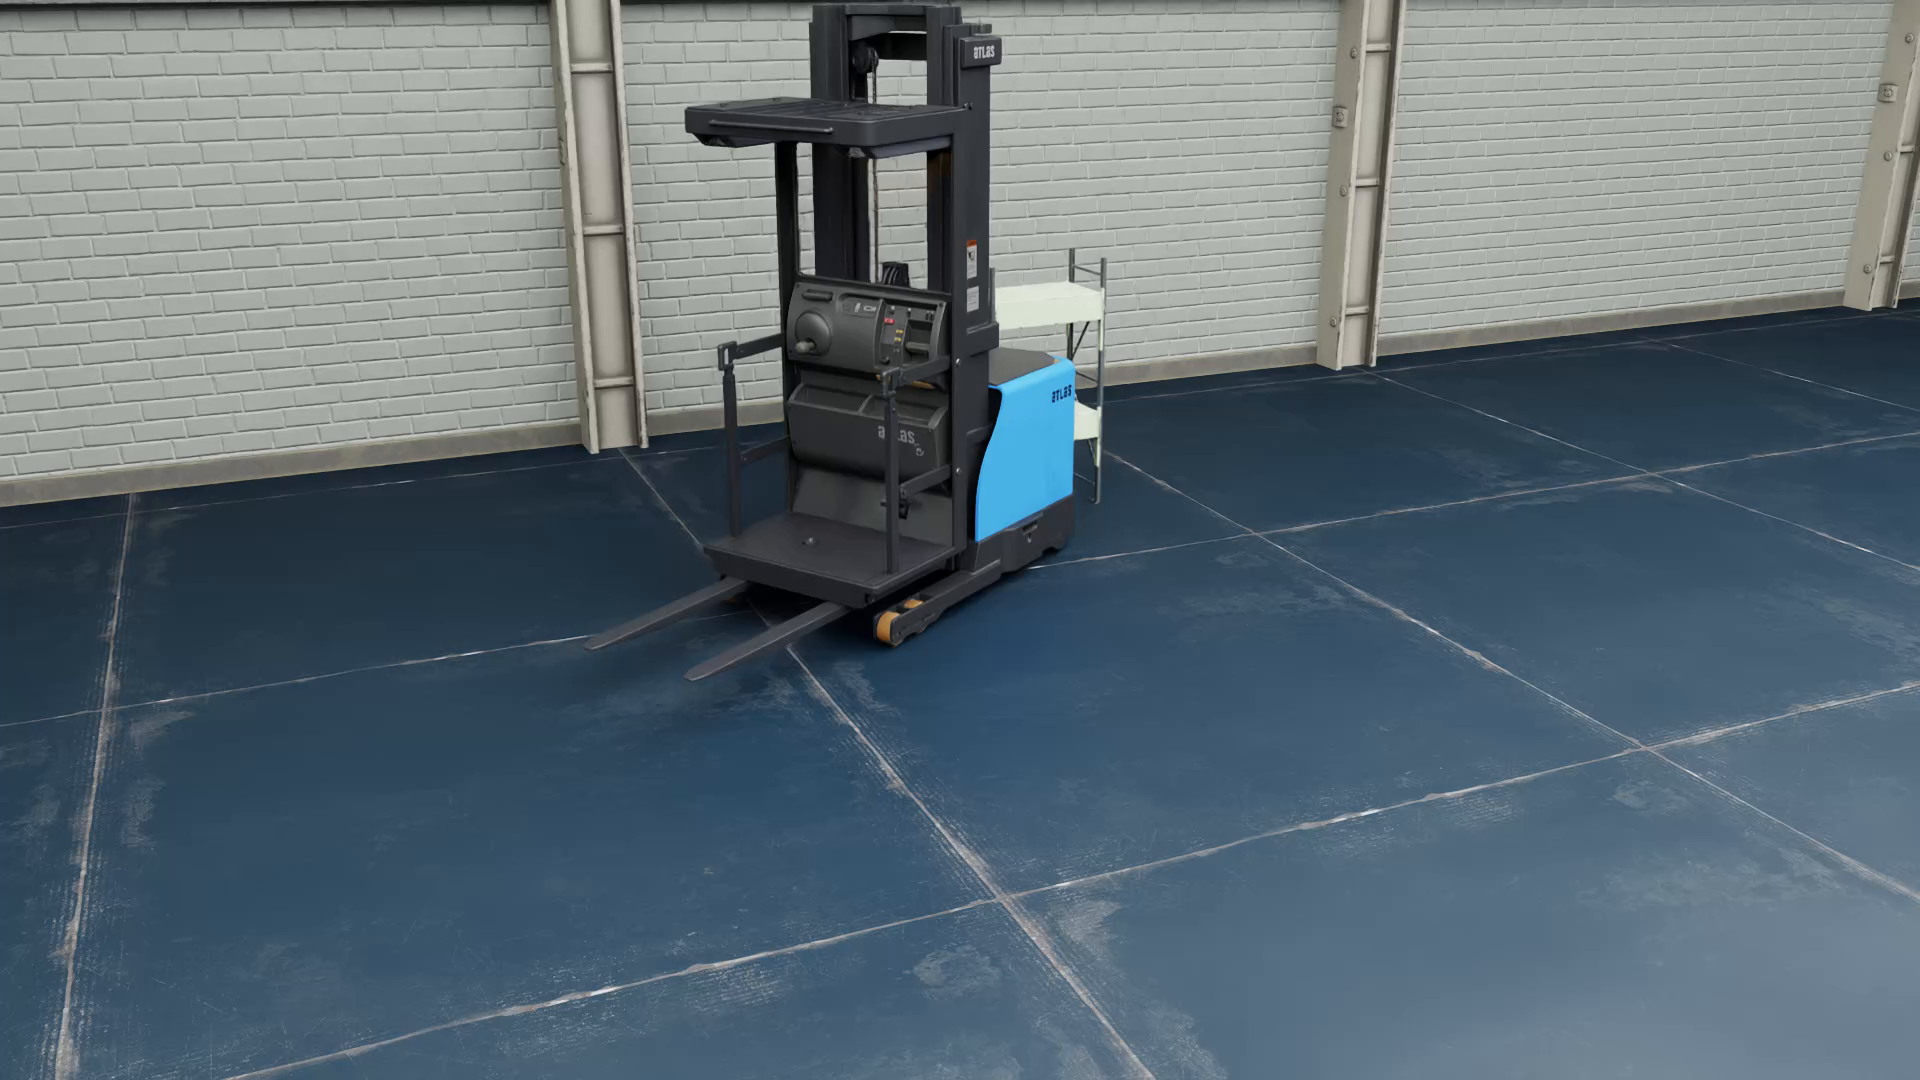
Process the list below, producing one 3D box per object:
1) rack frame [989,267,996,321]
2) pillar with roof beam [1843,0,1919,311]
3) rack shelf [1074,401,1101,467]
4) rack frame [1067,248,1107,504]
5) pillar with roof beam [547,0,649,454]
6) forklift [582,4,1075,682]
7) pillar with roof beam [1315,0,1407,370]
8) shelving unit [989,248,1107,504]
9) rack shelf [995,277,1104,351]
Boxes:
[{"bbox_3d":[0.101,-0.880,9.764,0.023,1.500,0.400,-9,22,-25],"label":"rack frame"},{"bbox_3d":[10.365,-5.162,10.632,0.400,9.000,9.100,-8,21,-22],"label":"pillar with roof beam"},{"bbox_3d":[0.429,-0.627,10.027,0.720,0.370,0.431,-9,22,-25],"label":"rack shelf"},{"bbox_3d":[0.756,-0.989,10.074,0.023,1.500,0.400,-9,22,-25],"label":"rack frame"},{"bbox_3d":[-0.653,-3.583,6.149,0.400,9.000,9.100,-8,21,-22],"label":"pillar with roof beam"},{"bbox_3d":[-0.586,-1.048,8.086,1.130,2.935,3.031,12,23,32],"label":"forklift"},{"bbox_3d":[4.856,-4.372,8.390,0.400,9.000,9.100,-8,21,-22],"label":"pillar with roof beam"},{"bbox_3d":[0.429,-0.935,9.919,0.755,1.500,0.431,-9,22,-25],"label":"shelving unit"},{"bbox_3d":[0.429,-1.303,9.790,0.720,0.370,0.431,-9,22,-25],"label":"rack shelf"}]
